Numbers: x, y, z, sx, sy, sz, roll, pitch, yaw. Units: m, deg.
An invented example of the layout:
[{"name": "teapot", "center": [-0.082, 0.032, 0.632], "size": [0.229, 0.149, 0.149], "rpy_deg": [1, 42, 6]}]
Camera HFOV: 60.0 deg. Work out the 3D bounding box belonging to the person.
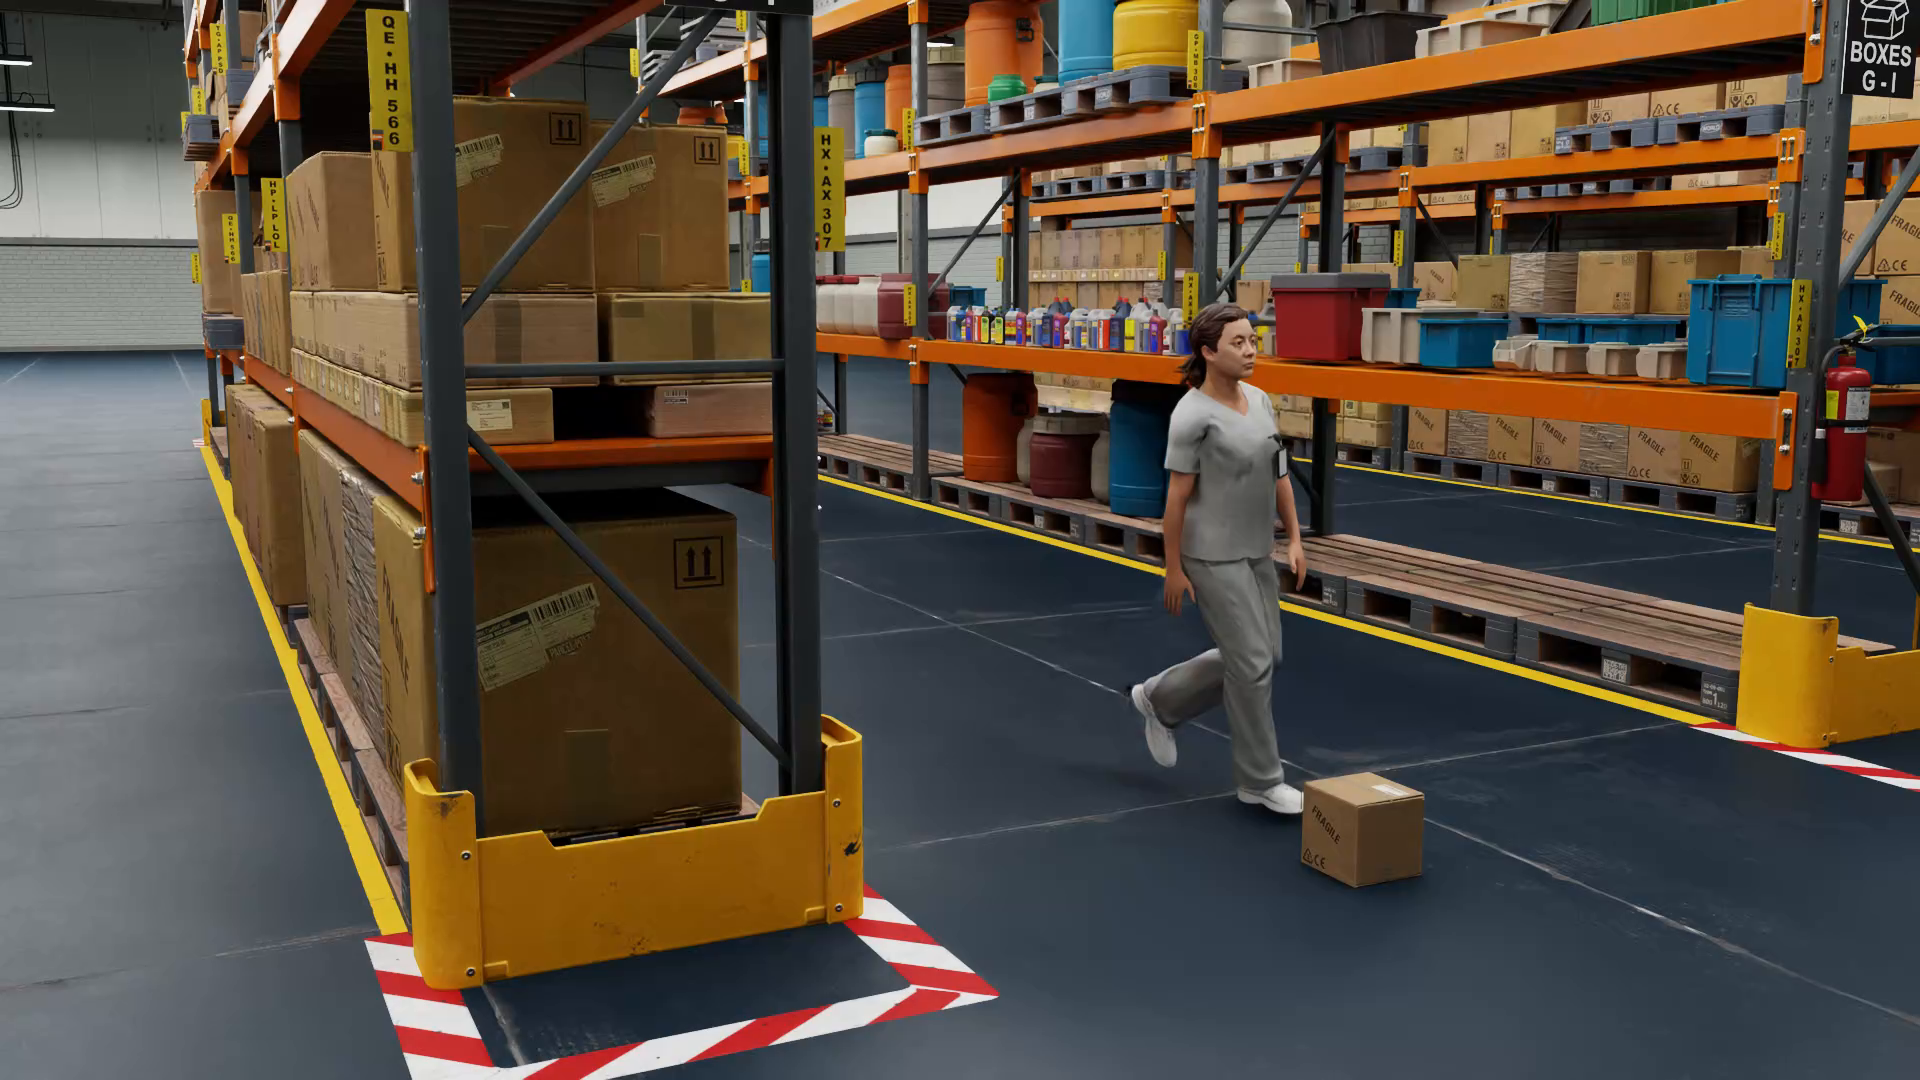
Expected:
[{"name": "person", "center": [0.815, 0.056, 5.428], "size": [0.737, 1.644, 0.455], "rpy_deg": [8, 12, 43]}]
